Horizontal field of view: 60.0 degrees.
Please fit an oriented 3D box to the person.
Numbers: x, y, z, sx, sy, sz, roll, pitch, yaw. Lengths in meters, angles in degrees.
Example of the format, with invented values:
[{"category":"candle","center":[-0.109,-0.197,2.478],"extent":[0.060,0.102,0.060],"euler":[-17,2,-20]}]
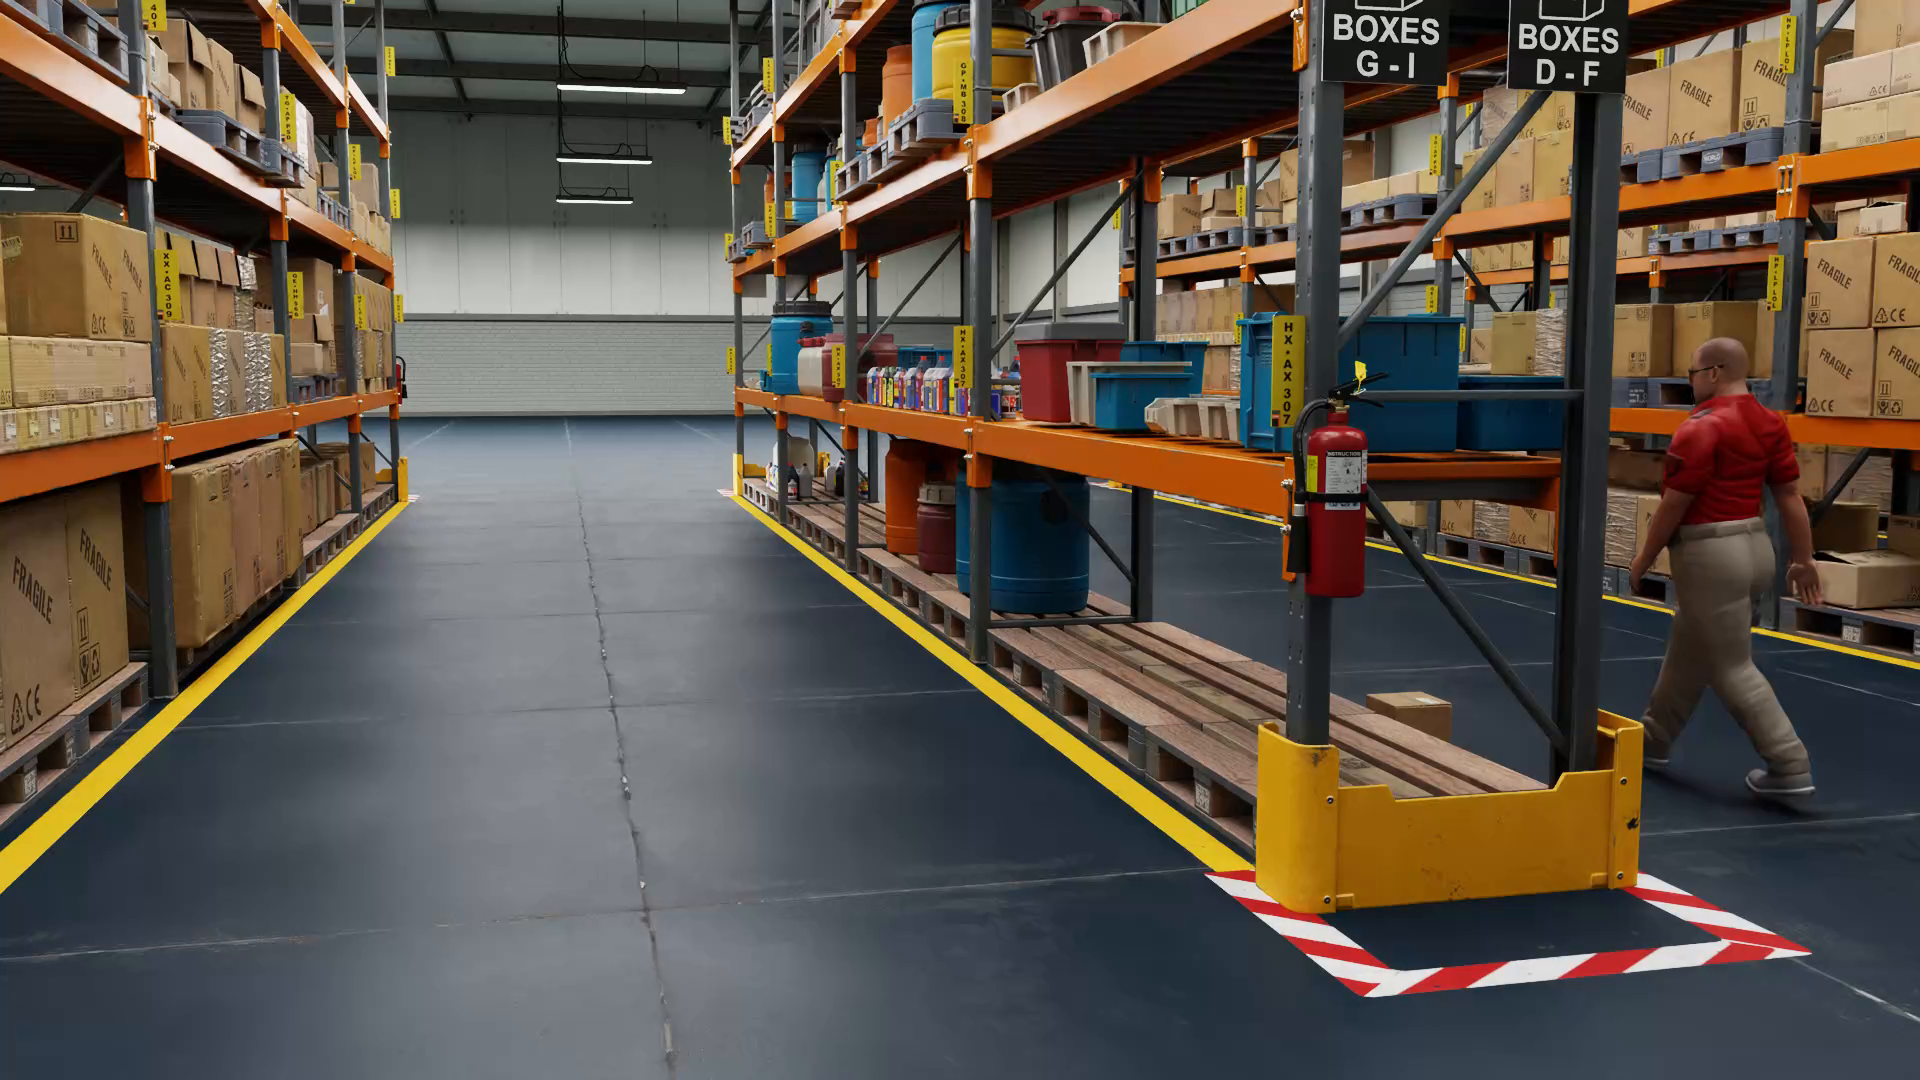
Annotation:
[{"category":"person","center":[2.789,0.079,6.242],"extent":[0.632,1.665,0.976],"euler":[-4,7,-33]}]
